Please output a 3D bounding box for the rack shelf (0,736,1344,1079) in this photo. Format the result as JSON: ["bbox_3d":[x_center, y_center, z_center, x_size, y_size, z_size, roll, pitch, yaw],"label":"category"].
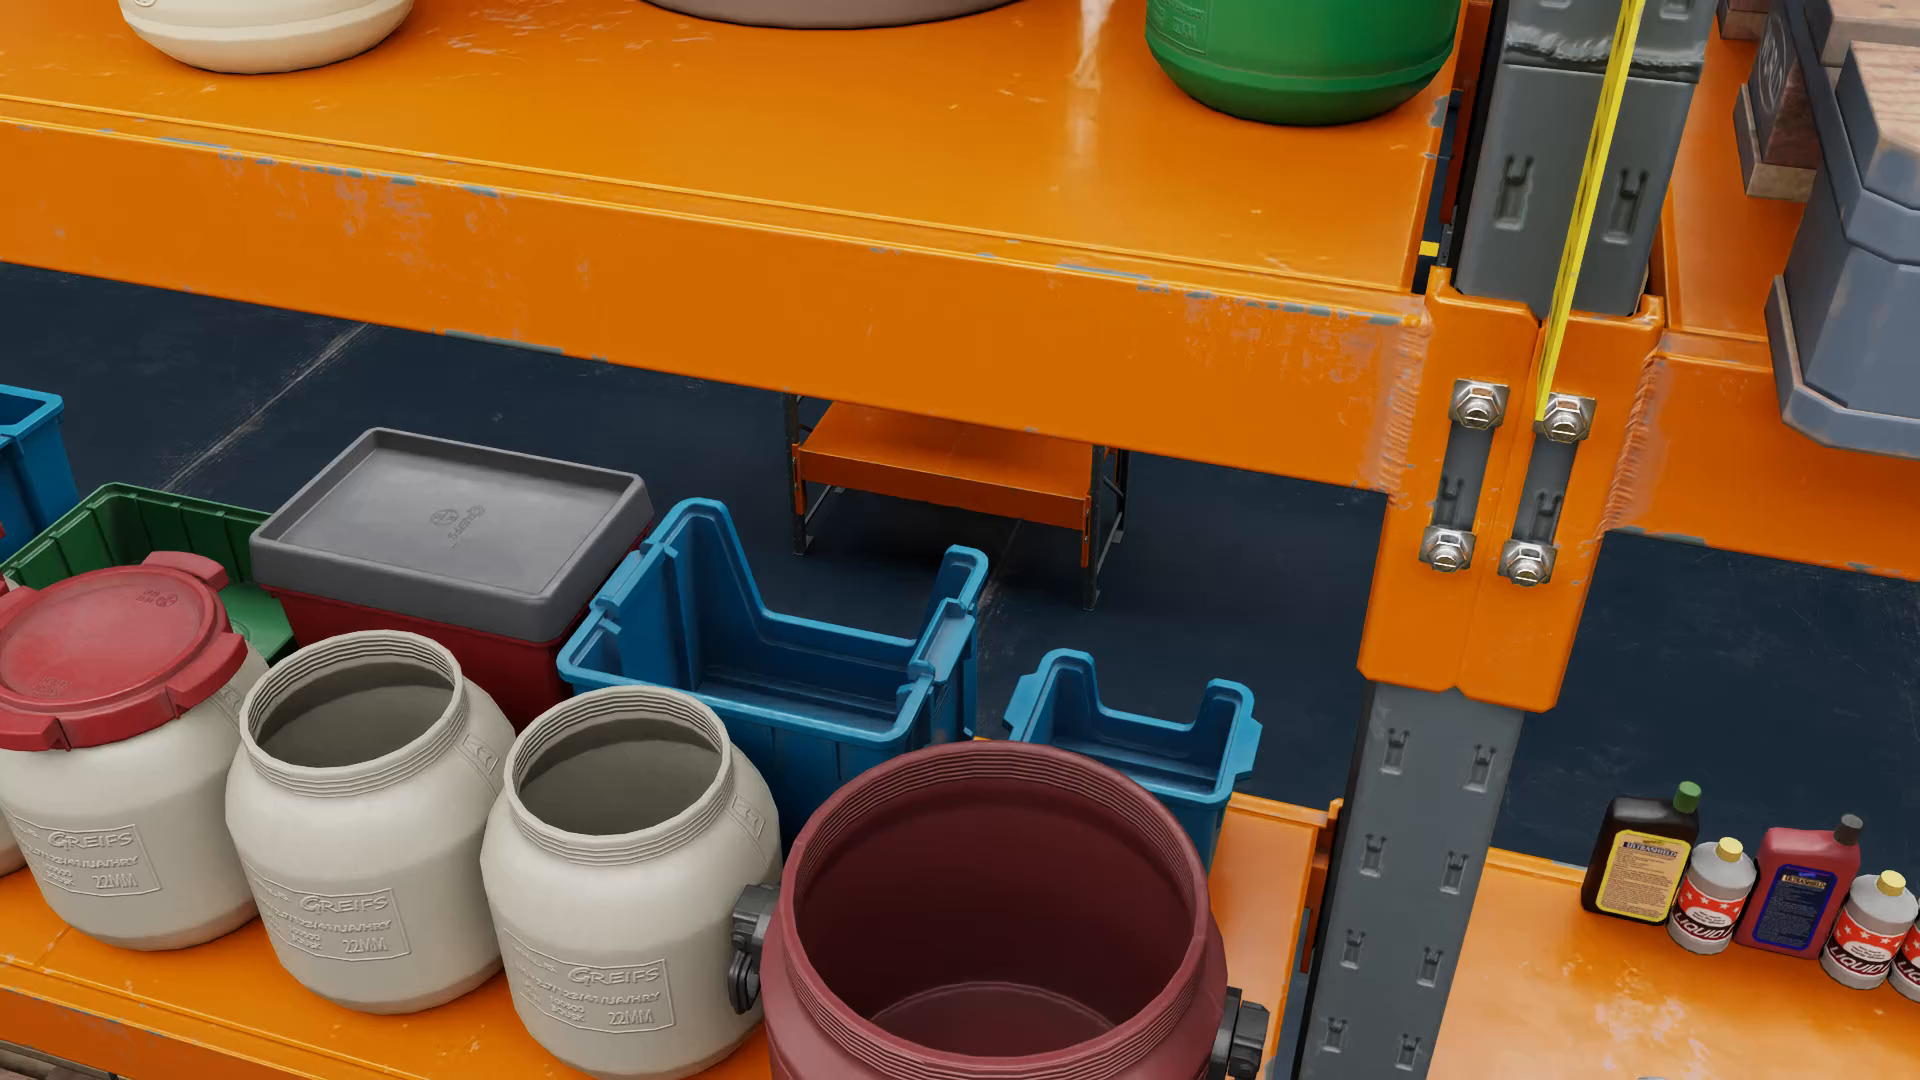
[{"bbox_3d":[-1.333,0.549,3.080,4.000,0.370,1.077,10,38,14],"label":"rack shelf"}]

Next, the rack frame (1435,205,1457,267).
[{"bbox_3d":[2.057,-2.189,6.194,0.127,3.000,1.000,10,38,14],"label":"rack frame"}]

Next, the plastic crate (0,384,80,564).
[{"bbox_3d":[-2.096,-0.069,3.326,0.575,0.384,0.392,10,38,14],"label":"plastic crate"}]

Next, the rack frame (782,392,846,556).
[{"bbox_3d":[-0.479,-0.542,5.537,0.032,1.125,0.500,10,38,14],"label":"rack frame"}]

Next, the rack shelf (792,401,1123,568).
[{"bbox_3d":[0.006,-0.255,5.560,1.000,0.278,0.538,10,38,14],"label":"rack shelf"}]

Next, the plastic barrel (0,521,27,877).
[{"bbox_3d":[-1.694,0.274,2.732,0.433,0.535,0.433,0,36,0],"label":"plastic barrel"}]

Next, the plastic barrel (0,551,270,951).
[{"bbox_3d":[-1.281,0.351,2.629,0.433,0.535,0.433,0,36,0],"label":"plastic barrel"}]

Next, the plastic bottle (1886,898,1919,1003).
[{"bbox_3d":[1.507,0.612,2.556,0.097,0.201,0.097,0,36,0],"label":"plastic bottle"}]

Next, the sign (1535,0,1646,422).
[{"bbox_3d":[0.419,-0.240,1.104,0.005,0.325,0.100,10,38,14],"label":"sign"}]

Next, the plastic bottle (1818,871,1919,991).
[{"bbox_3d":[1.415,0.595,2.579,0.097,0.201,0.097,0,36,0],"label":"plastic bottle"}]

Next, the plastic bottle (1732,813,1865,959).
[{"bbox_3d":[1.310,0.531,2.597,0.133,0.283,0.061,10,38,14],"label":"plastic bottle"}]

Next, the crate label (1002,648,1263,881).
[{"bbox_3d":[0.286,0.394,2.826,0.416,0.233,0.303,10,38,14],"label":"crate label"}]

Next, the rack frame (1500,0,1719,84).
[{"bbox_3d":[0.576,-1.803,0.608,0.127,3.000,1.000,10,38,14],"label":"rack frame"}]

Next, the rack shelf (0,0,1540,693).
[{"bbox_3d":[-1.333,-0.659,2.191,4.000,0.370,1.077,10,38,14],"label":"rack shelf"}]

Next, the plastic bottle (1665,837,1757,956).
[{"bbox_3d":[1.194,0.554,2.635,0.097,0.201,0.097,0,36,0],"label":"plastic bottle"}]

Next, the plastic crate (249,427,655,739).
[{"bbox_3d":[-0.875,0.128,2.991,0.583,0.464,0.402,10,38,14],"label":"plastic crate"}]

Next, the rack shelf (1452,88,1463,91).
[{"bbox_3d":[0.148,-2.253,6.887,4.000,0.370,1.077,10,38,14],"label":"rack shelf"}]

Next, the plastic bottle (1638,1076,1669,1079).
[{"bbox_3d":[0.938,0.836,2.188,0.135,0.276,0.152,10,38,14],"label":"plastic bottle"}]

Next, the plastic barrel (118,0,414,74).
[{"bbox_3d":[-0.707,-0.632,1.664,0.301,0.262,0.301,0,36,0],"label":"plastic barrel"}]

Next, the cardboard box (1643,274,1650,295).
[{"bbox_3d":[2.907,-1.028,6.354,0.500,0.500,0.500,9,37,12],"label":"cardboard box"}]

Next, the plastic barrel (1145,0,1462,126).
[{"bbox_3d":[0.325,-0.547,1.564,0.294,0.245,0.294,0,36,0],"label":"plastic barrel"}]

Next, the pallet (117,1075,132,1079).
[{"bbox_3d":[-1.312,1.360,3.724,1.213,0.211,1.003,10,38,14],"label":"pallet"}]

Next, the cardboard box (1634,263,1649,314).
[{"bbox_3d":[2.406,-1.117,6.475,0.500,0.500,0.500,12,38,16],"label":"cardboard box"}]

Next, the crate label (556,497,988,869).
[{"bbox_3d":[-0.291,0.270,2.823,0.616,0.435,0.502,10,38,14],"label":"crate label"}]

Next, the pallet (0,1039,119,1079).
[{"bbox_3d":[-2.481,1.146,4.015,1.213,0.211,1.003,10,38,14],"label":"pallet"}]

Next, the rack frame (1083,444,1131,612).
[{"bbox_3d":[0.492,-0.362,5.293,0.032,1.125,0.500,10,38,14],"label":"rack frame"}]

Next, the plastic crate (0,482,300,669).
[{"bbox_3d":[-1.495,0.139,3.209,0.662,0.188,0.450,10,38,14],"label":"plastic crate"}]

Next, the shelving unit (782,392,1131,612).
[{"bbox_3d":[0.006,-0.452,5.415,1.048,1.125,0.538,10,38,14],"label":"shelving unit"}]

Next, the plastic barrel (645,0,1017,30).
[{"bbox_3d":[-0.143,-1.065,1.713,0.600,0.901,0.600,0,36,0],"label":"plastic barrel"}]

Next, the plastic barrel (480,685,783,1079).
[{"bbox_3d":[-0.469,0.507,2.436,0.421,0.512,0.421,0,36,0],"label":"plastic barrel"}]

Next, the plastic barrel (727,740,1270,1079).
[{"bbox_3d":[0.043,0.648,2.225,0.708,0.536,0.600,10,38,14],"label":"plastic barrel"}]

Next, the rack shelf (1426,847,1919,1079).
[{"bbox_3d":[2.485,1.256,2.120,4.000,0.370,1.077,10,38,14],"label":"rack shelf"}]

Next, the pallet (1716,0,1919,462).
[{"bbox_3d":[1.277,-0.328,1.295,1.213,0.211,1.003,10,38,14],"label":"pallet"}]

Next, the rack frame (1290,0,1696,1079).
[{"bbox_3d":[0.576,0.613,2.387,0.127,3.000,1.000,10,38,14],"label":"rack frame"}]

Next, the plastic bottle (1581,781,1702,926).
[{"bbox_3d":[1.090,0.490,2.652,0.133,0.283,0.061,10,38,14],"label":"plastic bottle"}]

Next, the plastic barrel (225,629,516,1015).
[{"bbox_3d":[-0.871,0.433,2.538,0.421,0.512,0.421,0,36,0],"label":"plastic barrel"}]

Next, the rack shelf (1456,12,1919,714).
[{"bbox_3d":[2.485,0.048,1.230,4.000,0.370,1.077,10,38,14],"label":"rack shelf"}]
